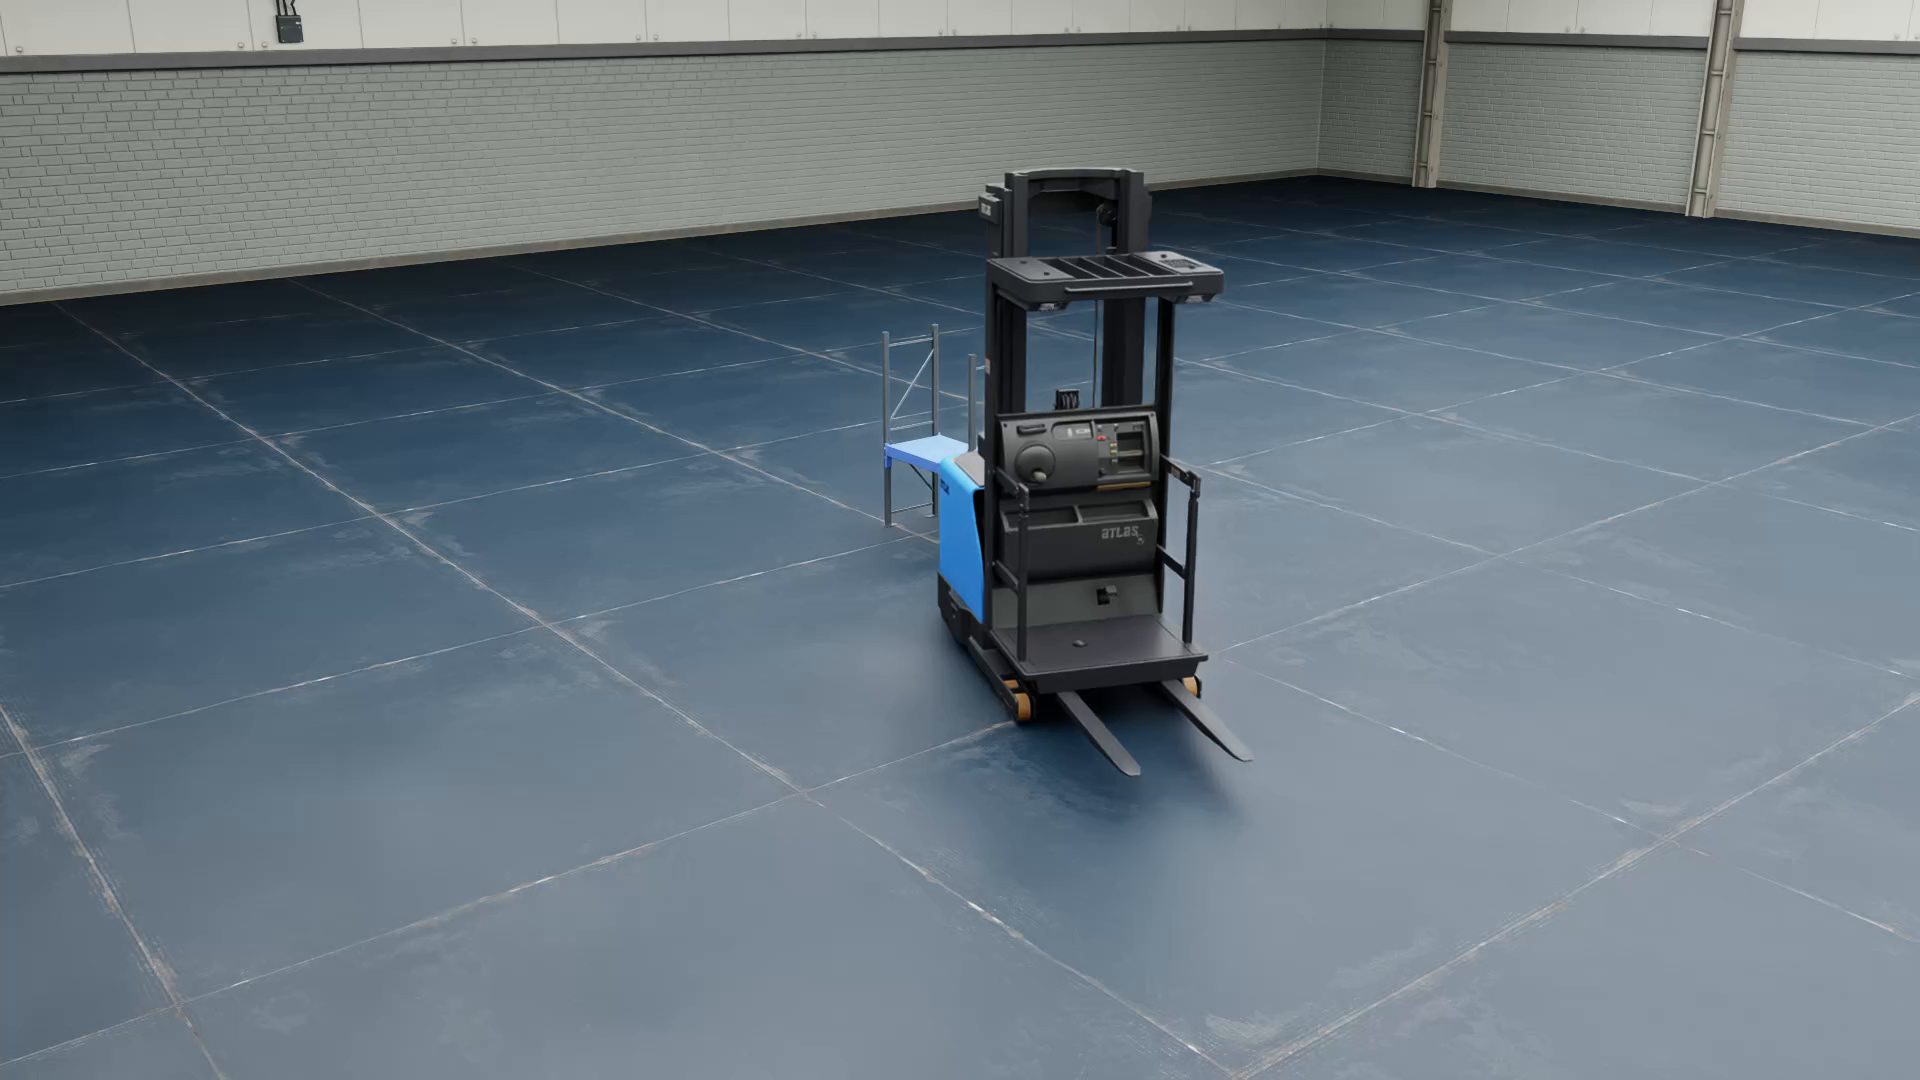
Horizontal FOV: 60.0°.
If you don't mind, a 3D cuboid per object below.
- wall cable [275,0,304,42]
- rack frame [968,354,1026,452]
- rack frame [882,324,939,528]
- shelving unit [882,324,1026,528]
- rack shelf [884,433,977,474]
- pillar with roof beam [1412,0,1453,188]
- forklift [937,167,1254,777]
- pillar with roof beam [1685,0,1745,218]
[{"bbox_3d":[-8.409,-9.895,22.518,2.305,6.003,0.169,-14,23,-36],"label":"wall cable"},{"bbox_3d":[0.263,-0.608,11.812,0.500,1.500,0.032,-14,23,-36],"label":"rack frame"},{"bbox_3d":[-0.369,-0.858,12.568,0.500,1.500,0.032,-14,23,-36],"label":"rack frame"},{"bbox_3d":[-0.053,-0.733,12.190,0.538,1.500,1.048,-14,23,-36],"label":"shelving unit"},{"bbox_3d":[-0.053,-0.562,12.247,0.538,0.185,1.000,-14,23,-36],"label":"rack shelf"},{"bbox_3d":[6.250,-10.755,30.527,9.100,9.000,0.400,-14,23,-36],"label":"pillar with roof beam"},{"bbox_3d":[0.743,-0.508,9.235,1.130,2.935,3.031,-5,19,-15],"label":"forklift"},{"bbox_3d":[9.975,-9.276,26.062,9.100,9.000,0.400,-14,23,-36],"label":"pillar with roof beam"}]
